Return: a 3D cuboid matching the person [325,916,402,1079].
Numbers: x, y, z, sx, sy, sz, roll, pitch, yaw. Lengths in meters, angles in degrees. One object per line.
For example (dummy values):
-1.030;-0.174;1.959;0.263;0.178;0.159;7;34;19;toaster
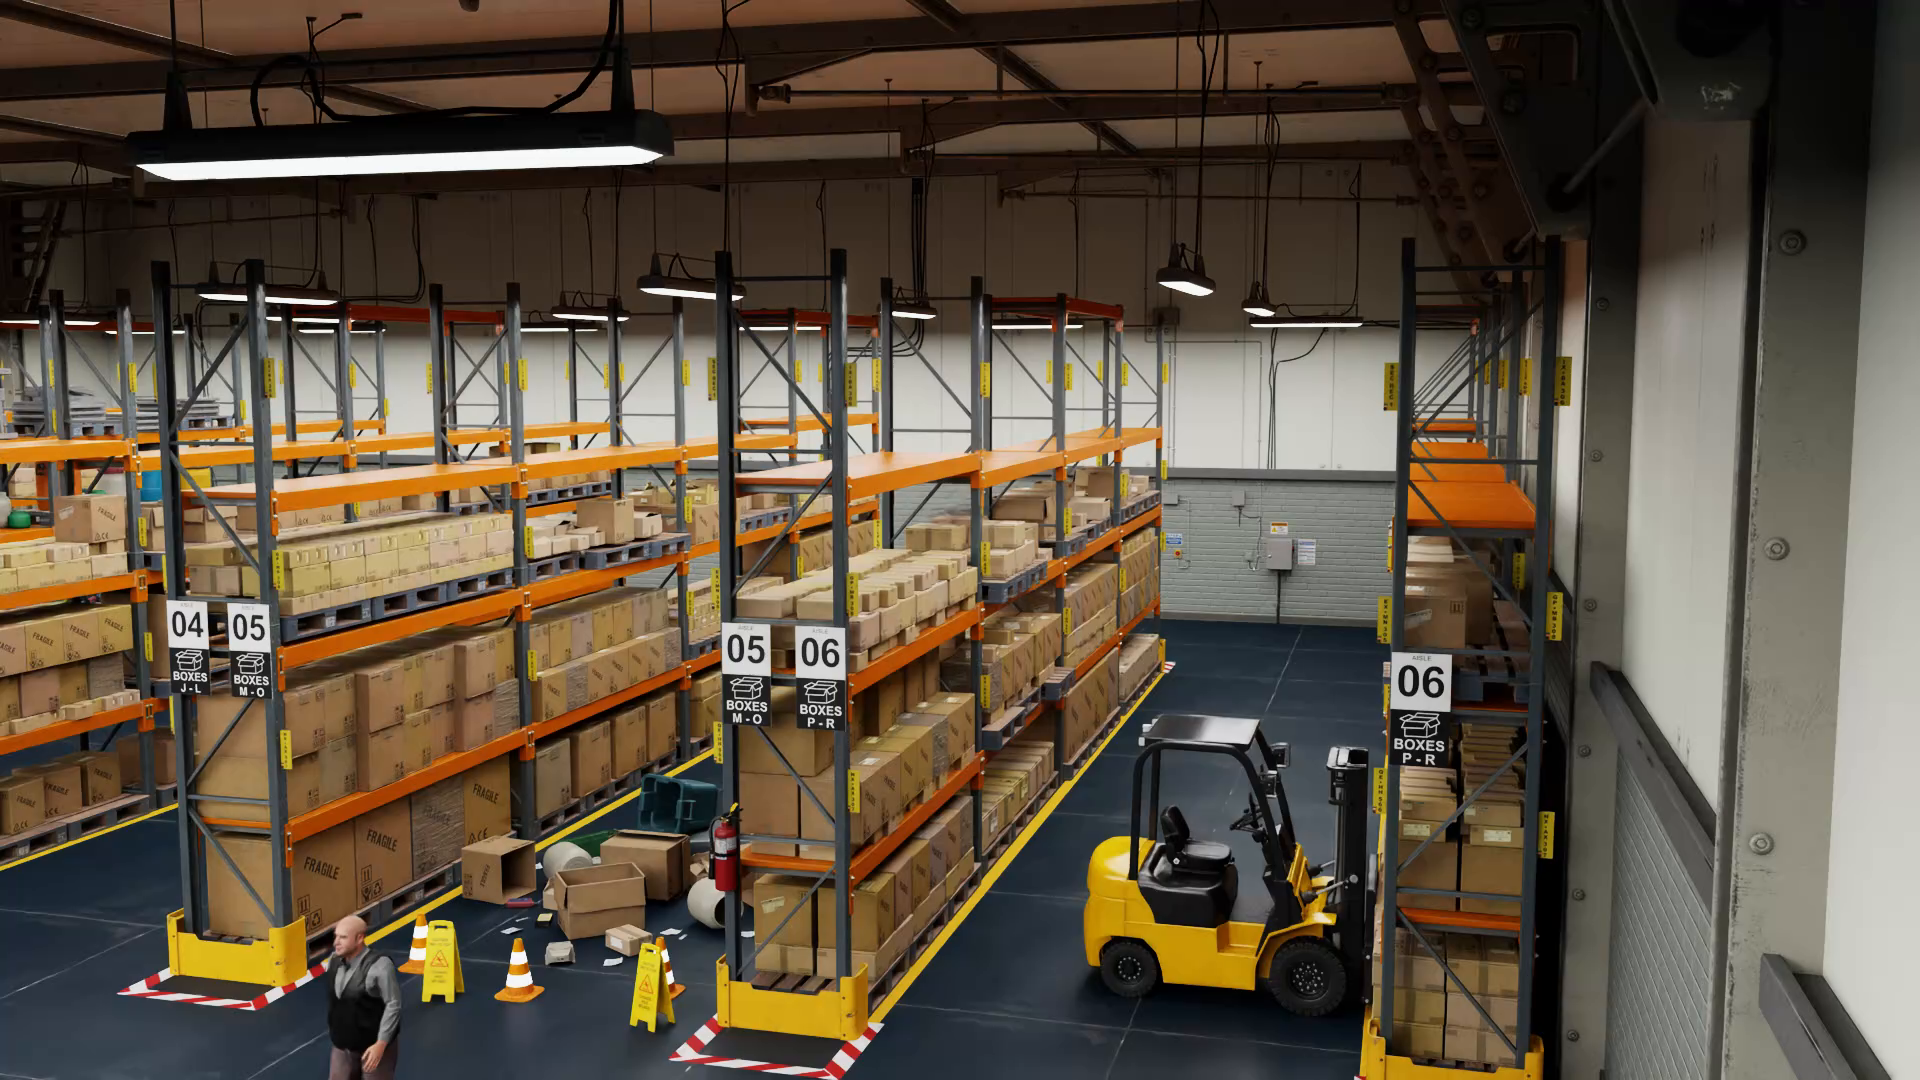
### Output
-3.777;3.217;10.698;0.608;1.734;0.596;2;7;22;person
